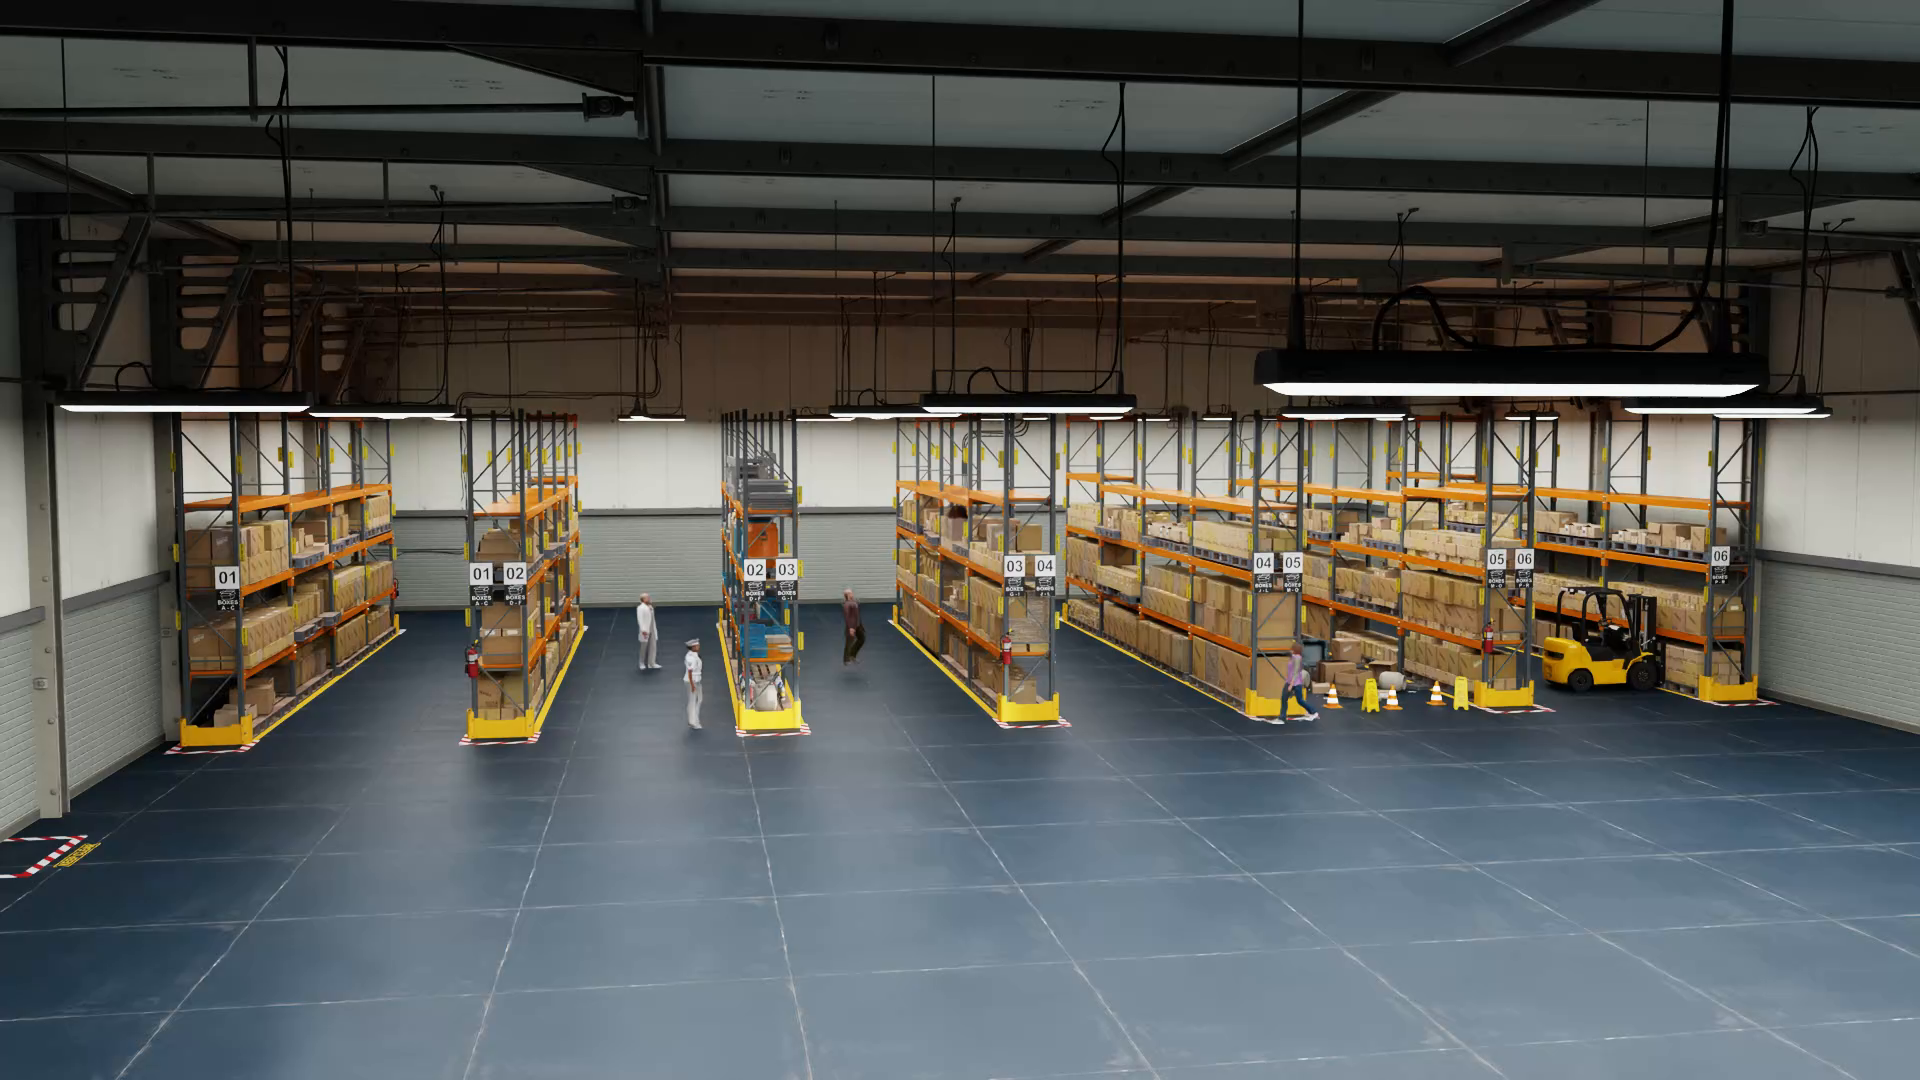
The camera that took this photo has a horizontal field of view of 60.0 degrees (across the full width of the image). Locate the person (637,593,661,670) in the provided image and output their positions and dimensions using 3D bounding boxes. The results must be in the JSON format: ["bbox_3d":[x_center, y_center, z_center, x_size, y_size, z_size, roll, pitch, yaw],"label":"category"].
[{"bbox_3d":[-7.314,2.136,38.865,0.535,1.784,0.593,4,6,44],"label":"person"}]

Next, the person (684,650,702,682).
[{"bbox_3d":[-5.044,2.376,31.402,0.351,0.589,0.463,0,4,7],"label":"person"}]

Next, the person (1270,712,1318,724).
[{"bbox_3d":[6.358,3.374,31.699,0.885,0.259,0.318,-2,4,-23],"label":"person"}]
